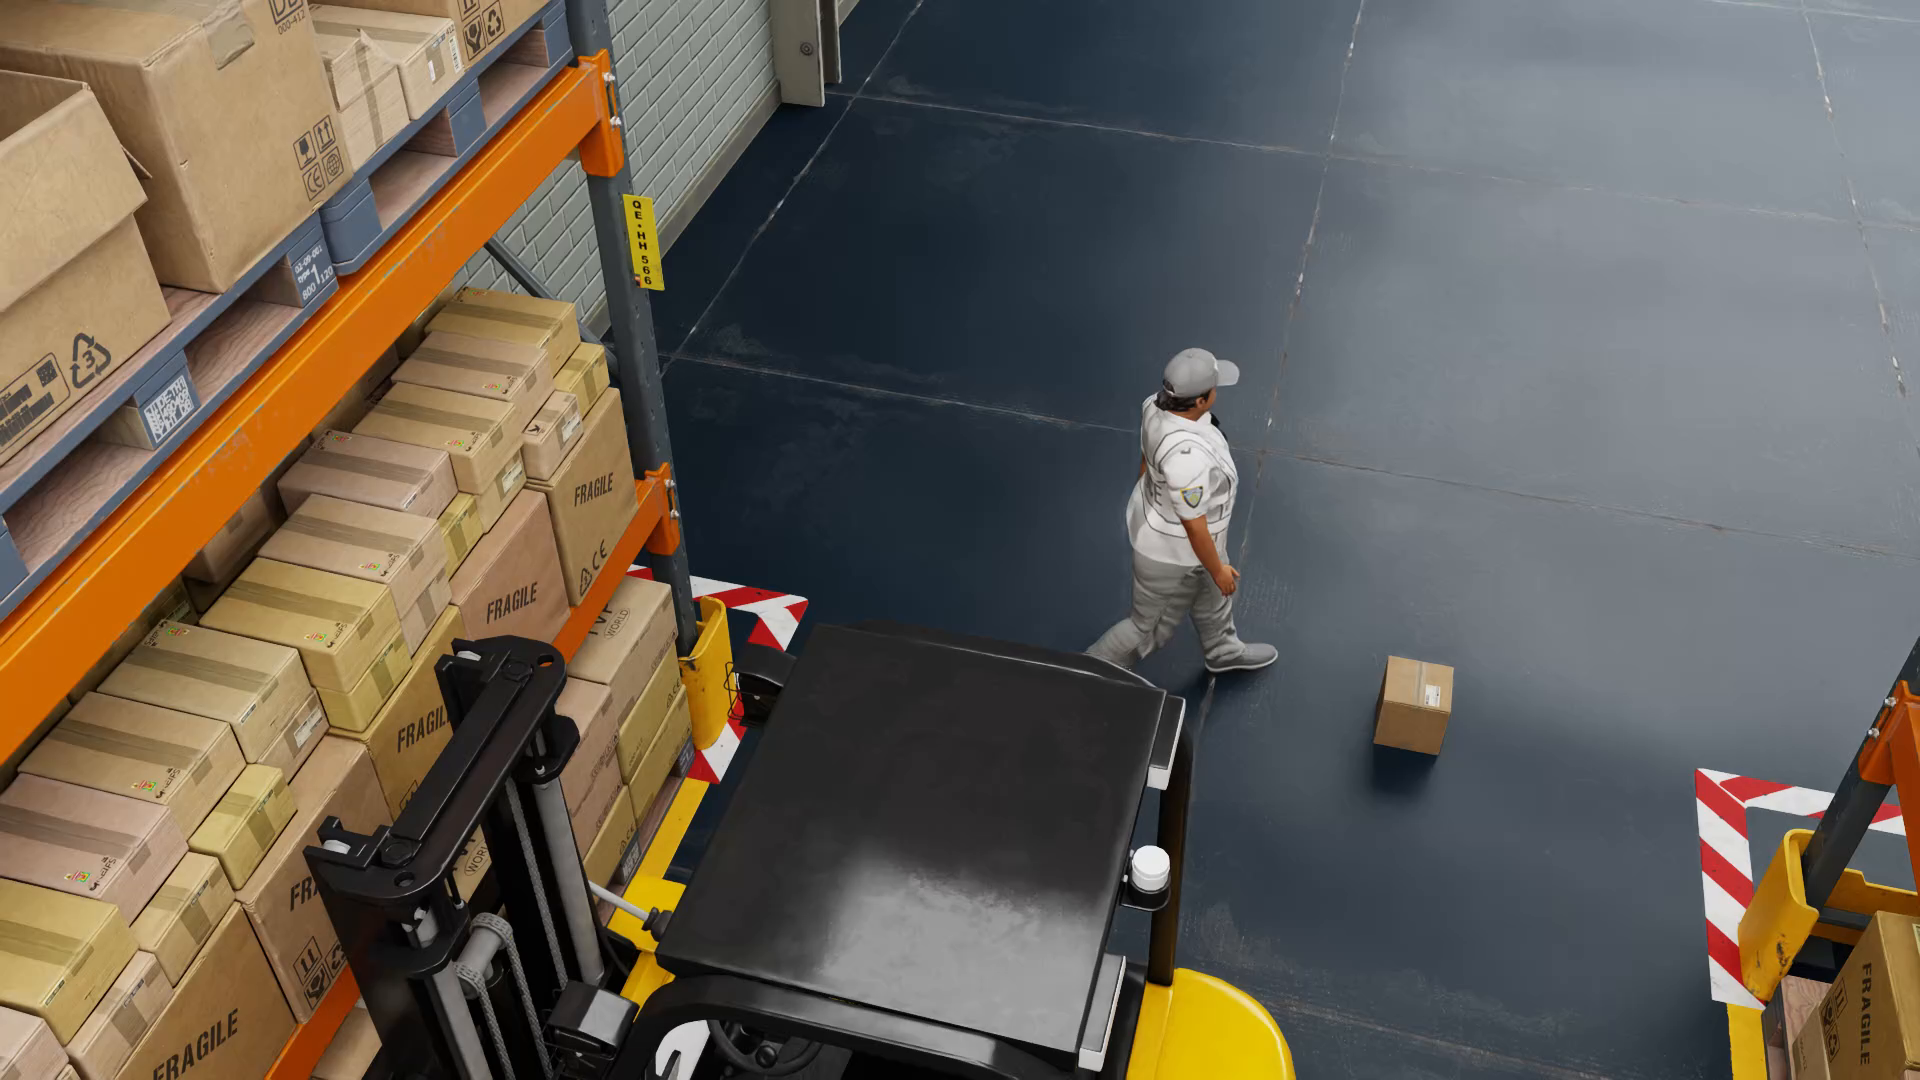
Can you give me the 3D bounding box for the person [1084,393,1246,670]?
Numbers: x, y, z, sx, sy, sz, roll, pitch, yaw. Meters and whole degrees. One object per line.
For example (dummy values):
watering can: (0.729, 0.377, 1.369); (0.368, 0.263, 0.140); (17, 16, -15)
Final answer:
person: (0.786, 0.054, 6.234); (0.736, 1.340, 0.425); (0, 41, 0)
